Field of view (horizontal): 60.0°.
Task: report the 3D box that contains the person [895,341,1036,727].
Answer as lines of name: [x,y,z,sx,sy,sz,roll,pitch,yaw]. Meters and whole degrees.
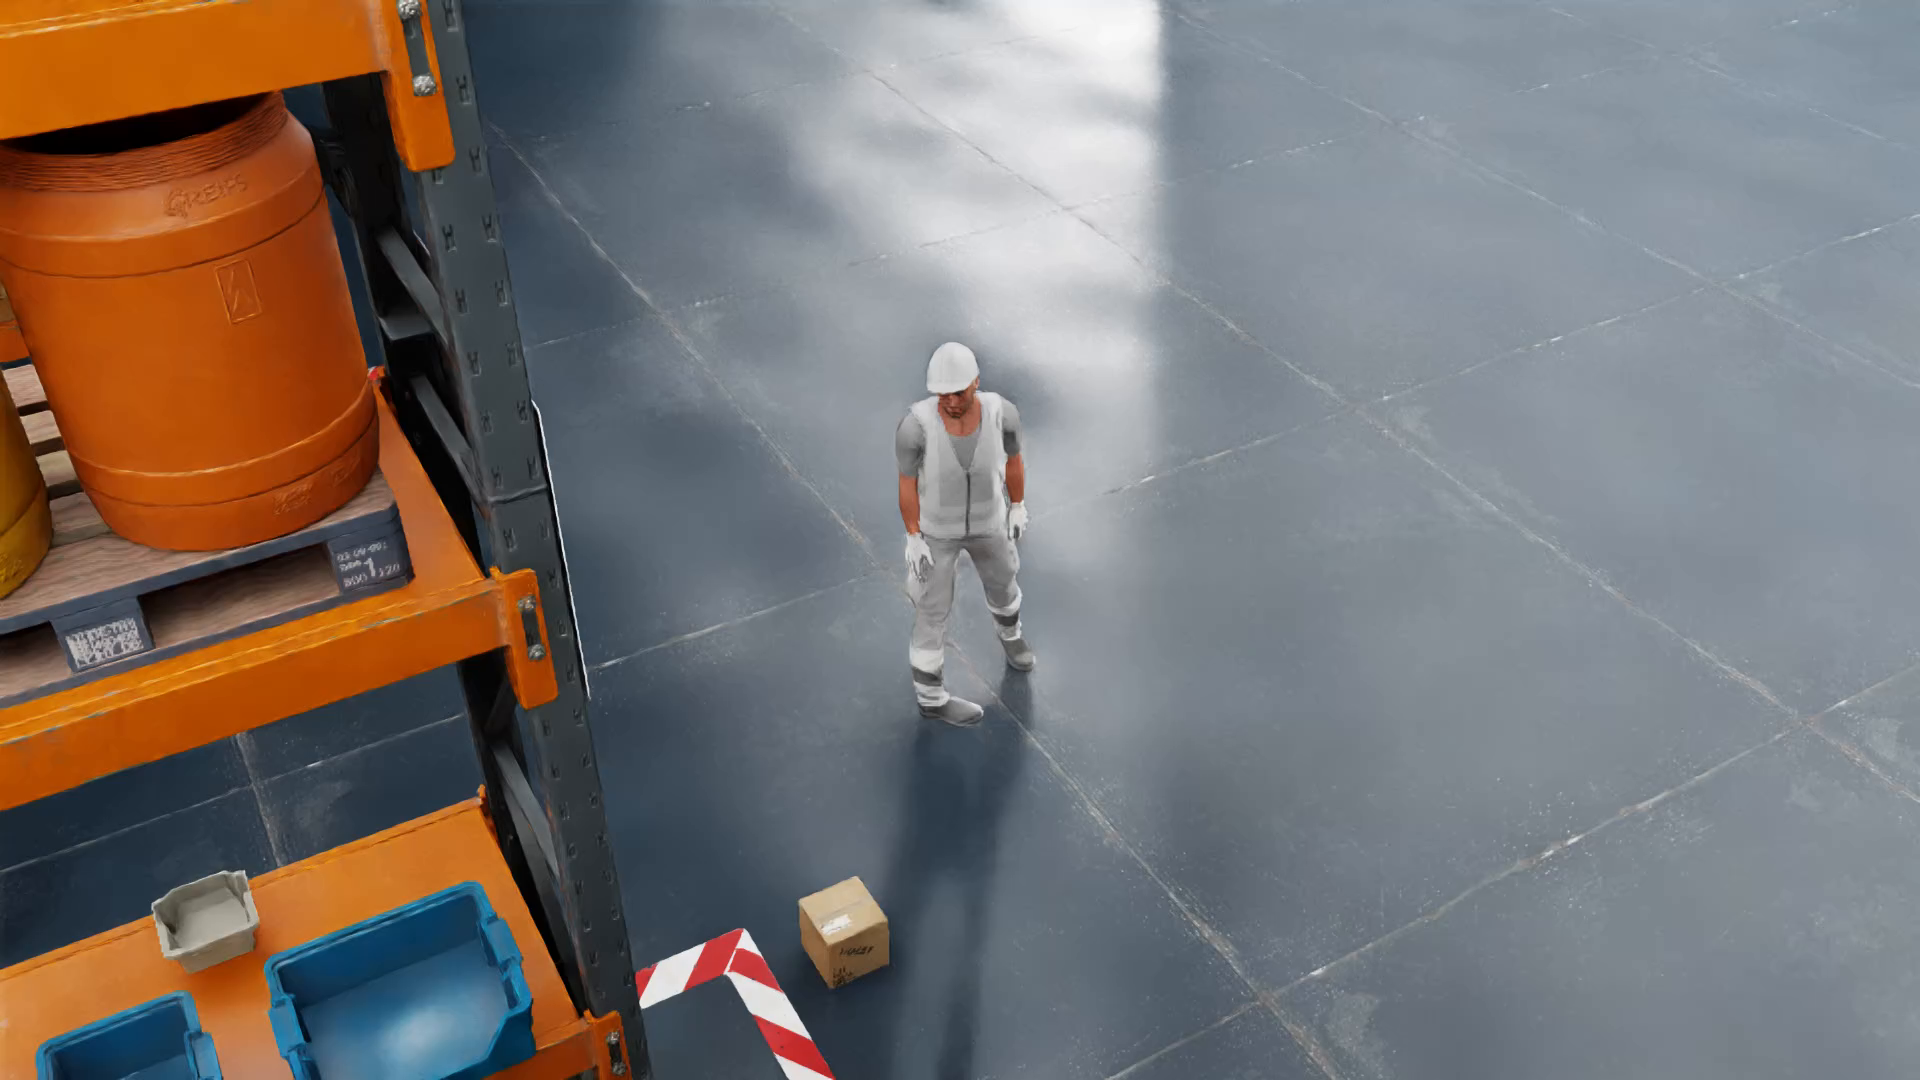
person: [0.061,-0.065,6.998,0.649,1.780,0.570,-11,38,-15]
